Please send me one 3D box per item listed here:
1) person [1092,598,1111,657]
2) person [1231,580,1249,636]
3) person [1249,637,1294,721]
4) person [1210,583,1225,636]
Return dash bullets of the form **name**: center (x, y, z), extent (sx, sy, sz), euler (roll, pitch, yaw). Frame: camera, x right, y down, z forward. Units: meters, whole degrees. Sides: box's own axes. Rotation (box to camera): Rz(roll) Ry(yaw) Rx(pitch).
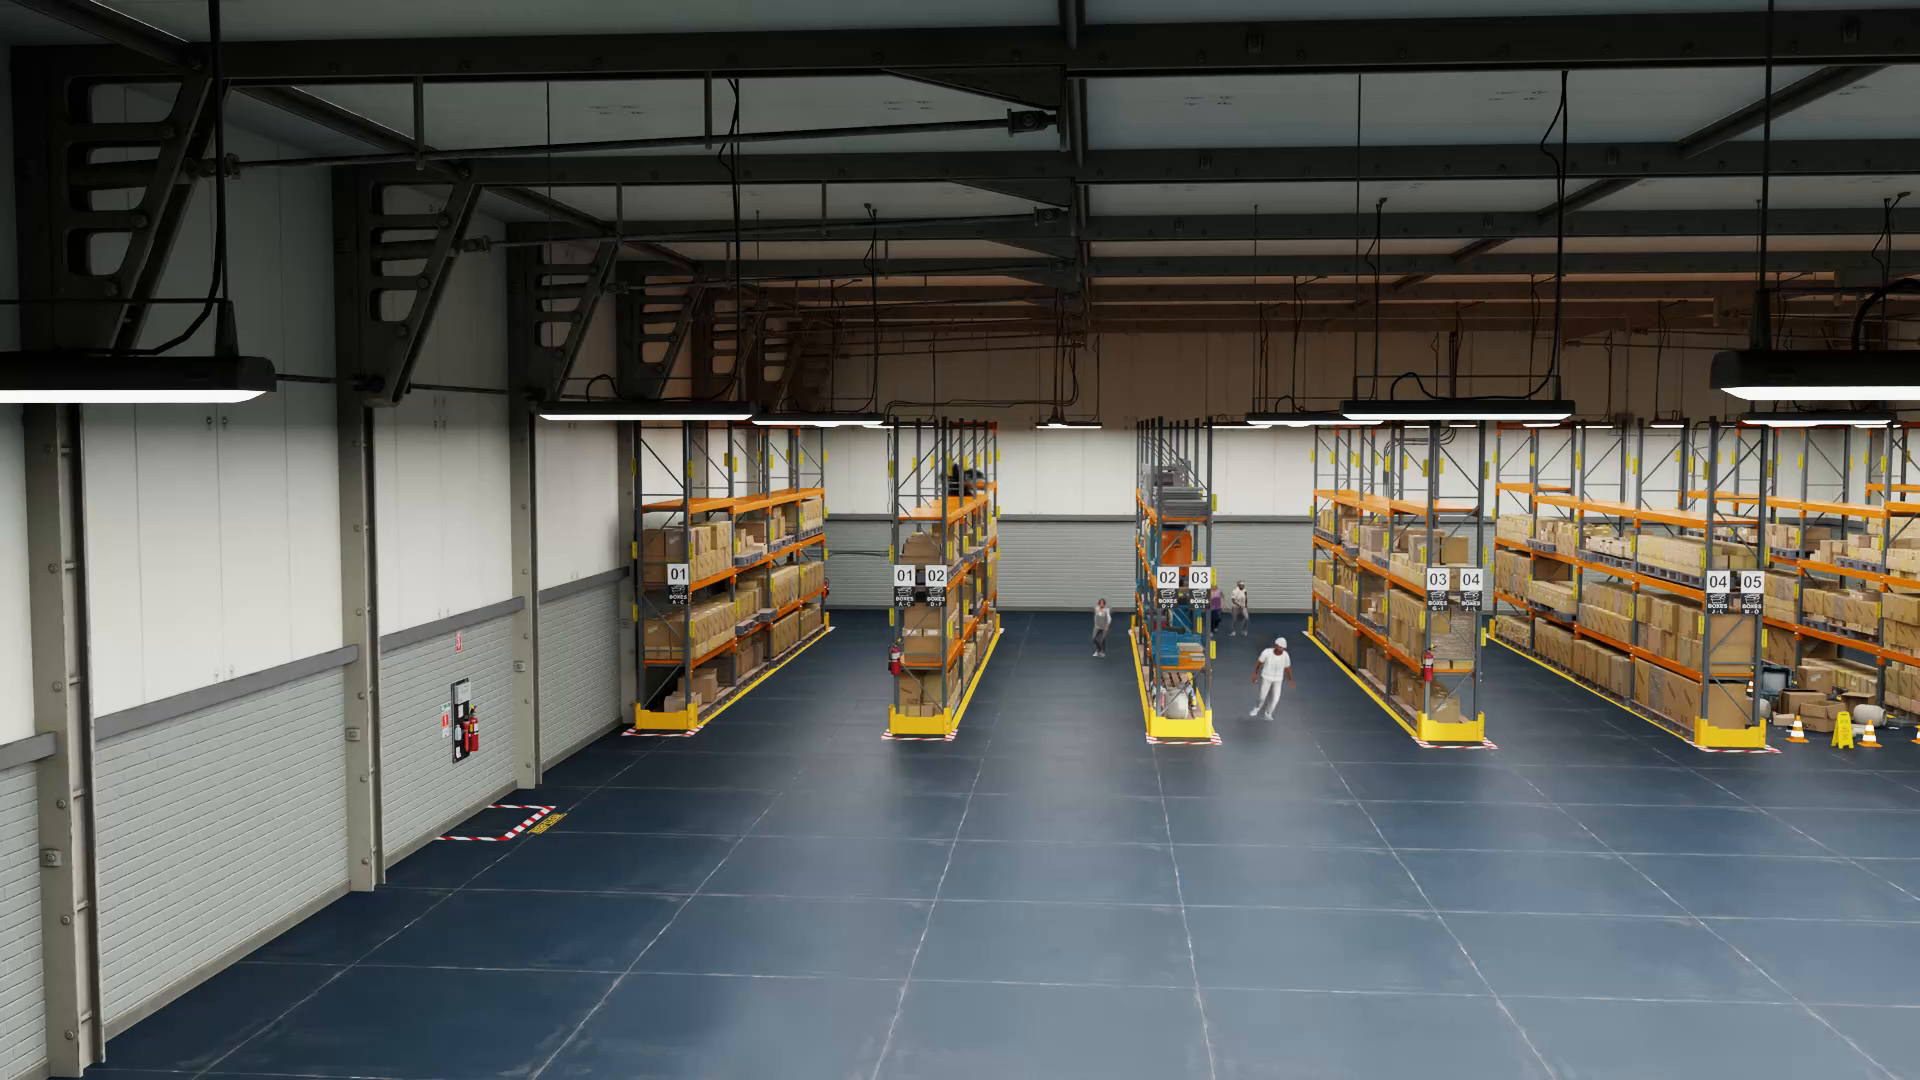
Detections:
- **person**: center (3.576, 2.213, 41.851), extent (0.545, 1.526, 0.706), euler (2, 4, 22)
- **person**: center (7.855, 1.903, 46.644), extent (0.587, 1.604, 0.742), euler (-1, 4, -13)
- **person**: center (6.148, 2.731, 32.736), extent (0.808, 1.681, 0.695), euler (0, 4, -5)
- **person**: center (7.107, 1.924, 46.204), extent (0.574, 1.546, 0.701), euler (0, 4, 1)
